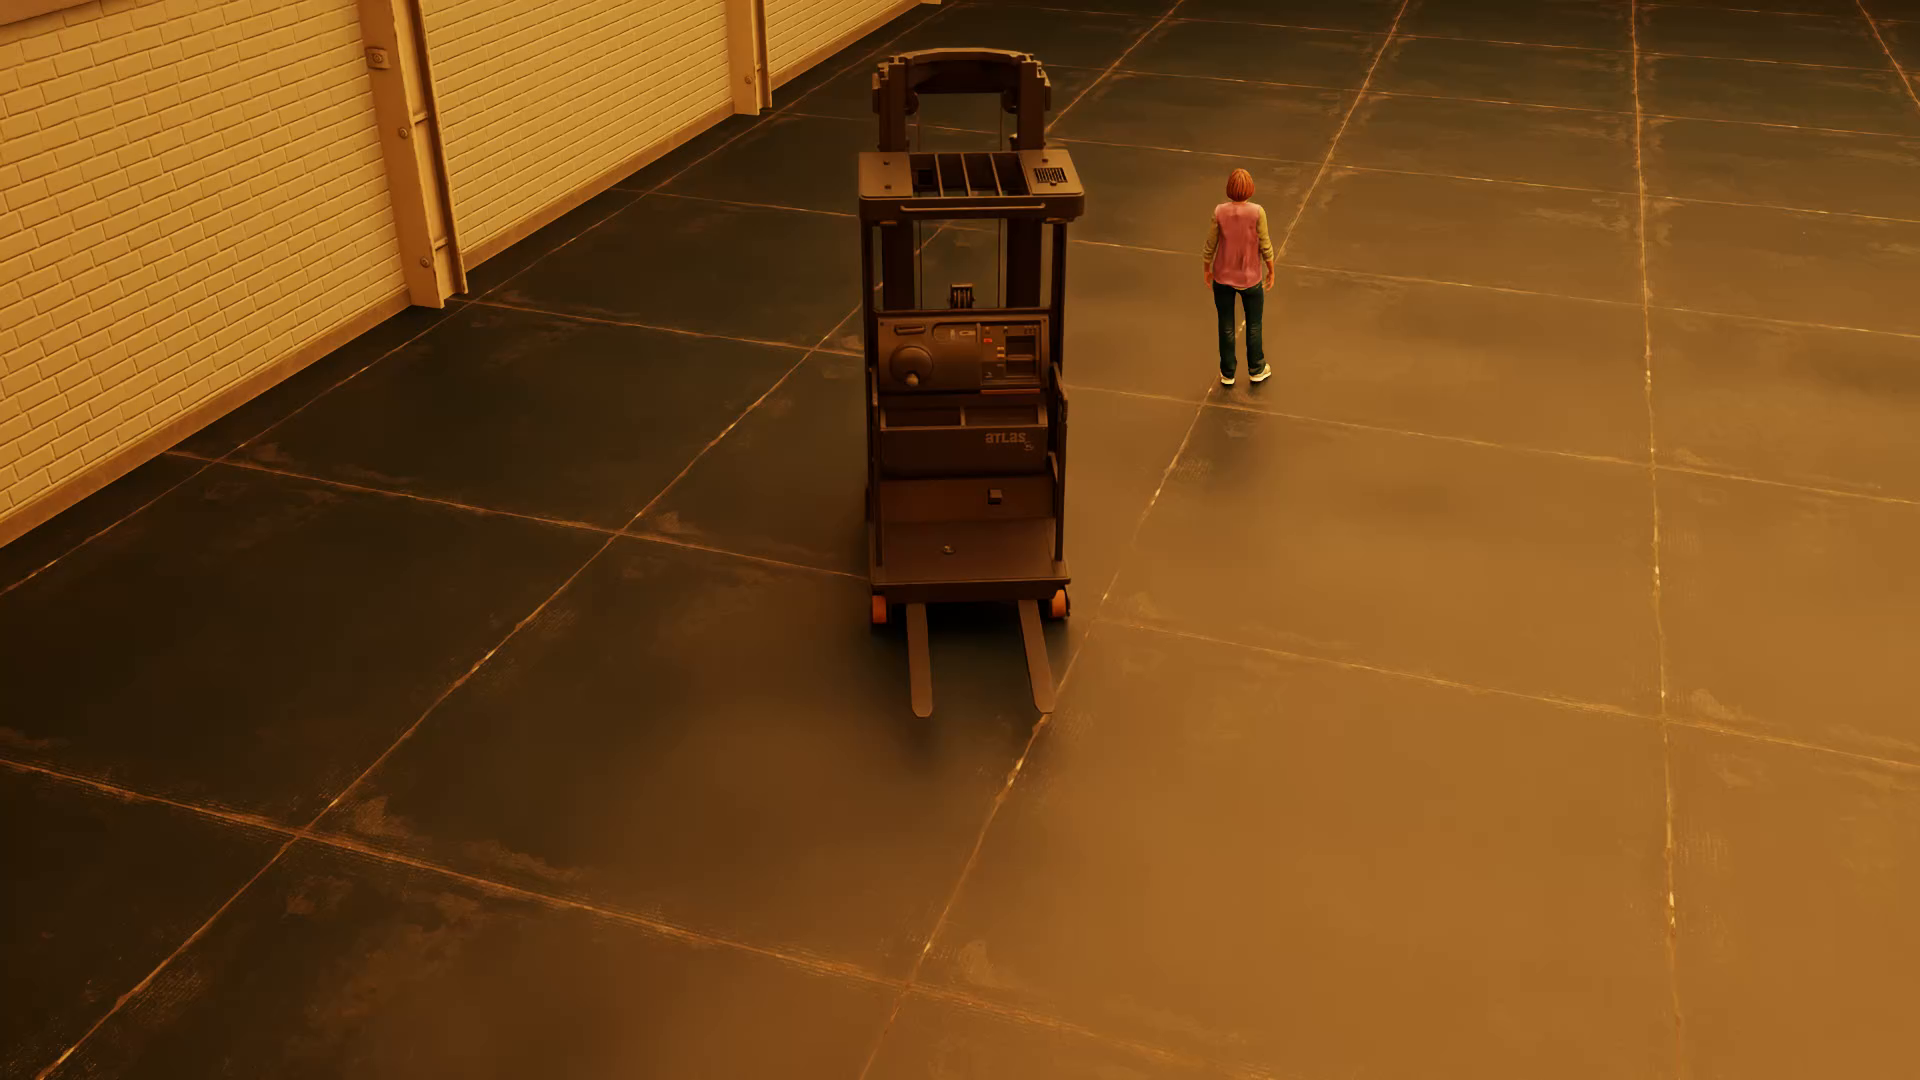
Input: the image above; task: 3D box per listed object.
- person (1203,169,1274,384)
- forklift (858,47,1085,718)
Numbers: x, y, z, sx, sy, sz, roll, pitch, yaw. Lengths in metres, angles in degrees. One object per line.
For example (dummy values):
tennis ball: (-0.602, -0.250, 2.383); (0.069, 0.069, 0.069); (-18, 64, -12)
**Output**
person: (1.981, -1.868, 11.745); (0.521, 1.599, 0.472); (9, 31, 16)
forklift: (0.035, -0.972, 8.842); (1.130, 2.935, 3.031); (-2, 30, -3)
